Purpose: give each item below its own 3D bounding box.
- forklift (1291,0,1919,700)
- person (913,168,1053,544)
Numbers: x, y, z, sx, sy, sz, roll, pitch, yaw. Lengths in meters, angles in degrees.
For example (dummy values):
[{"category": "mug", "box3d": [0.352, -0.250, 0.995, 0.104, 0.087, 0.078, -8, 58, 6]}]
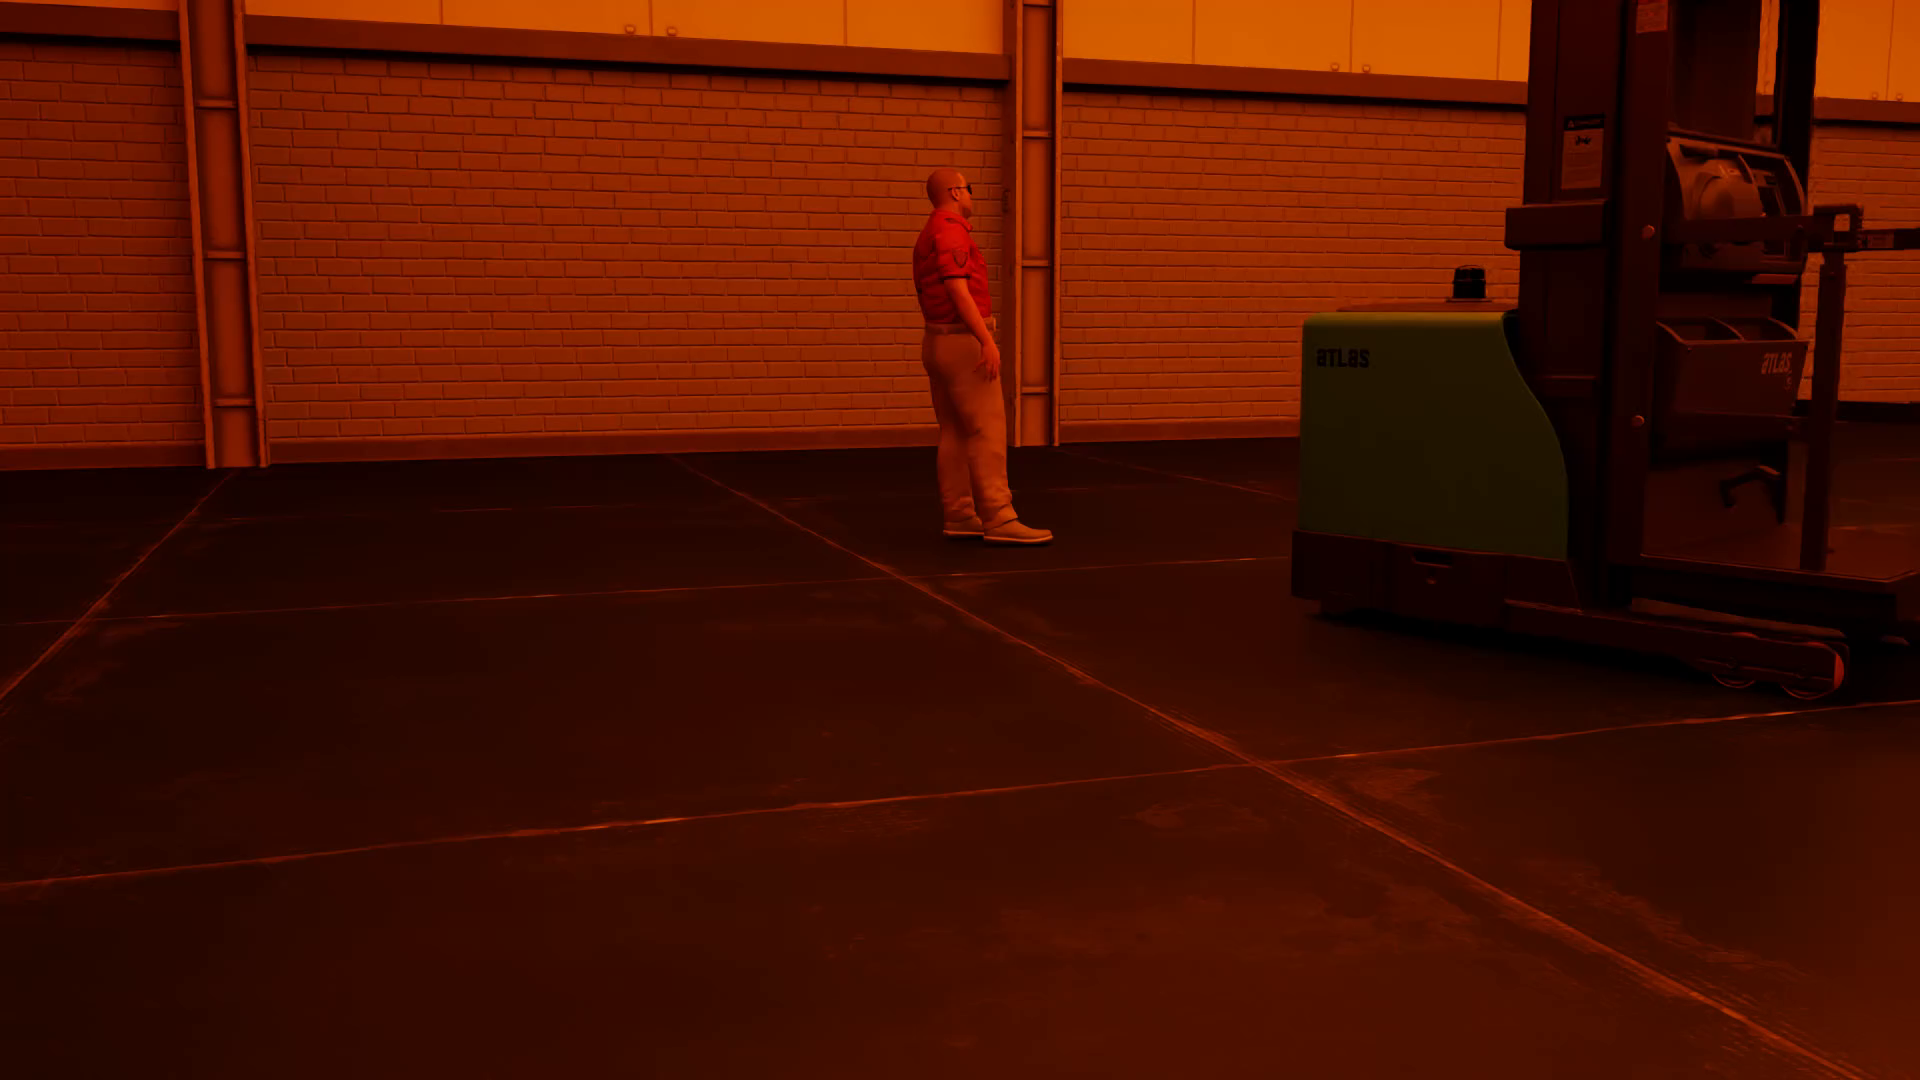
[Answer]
[{"category": "forklift", "box3d": [2.554, -1.083, 5.006, 1.130, 2.935, 3.031, -7, 11, -42]}, {"category": "person", "box3d": [0.089, -0.866, 7.823, 0.551, 1.727, 0.640, -3, 8, -18]}]
